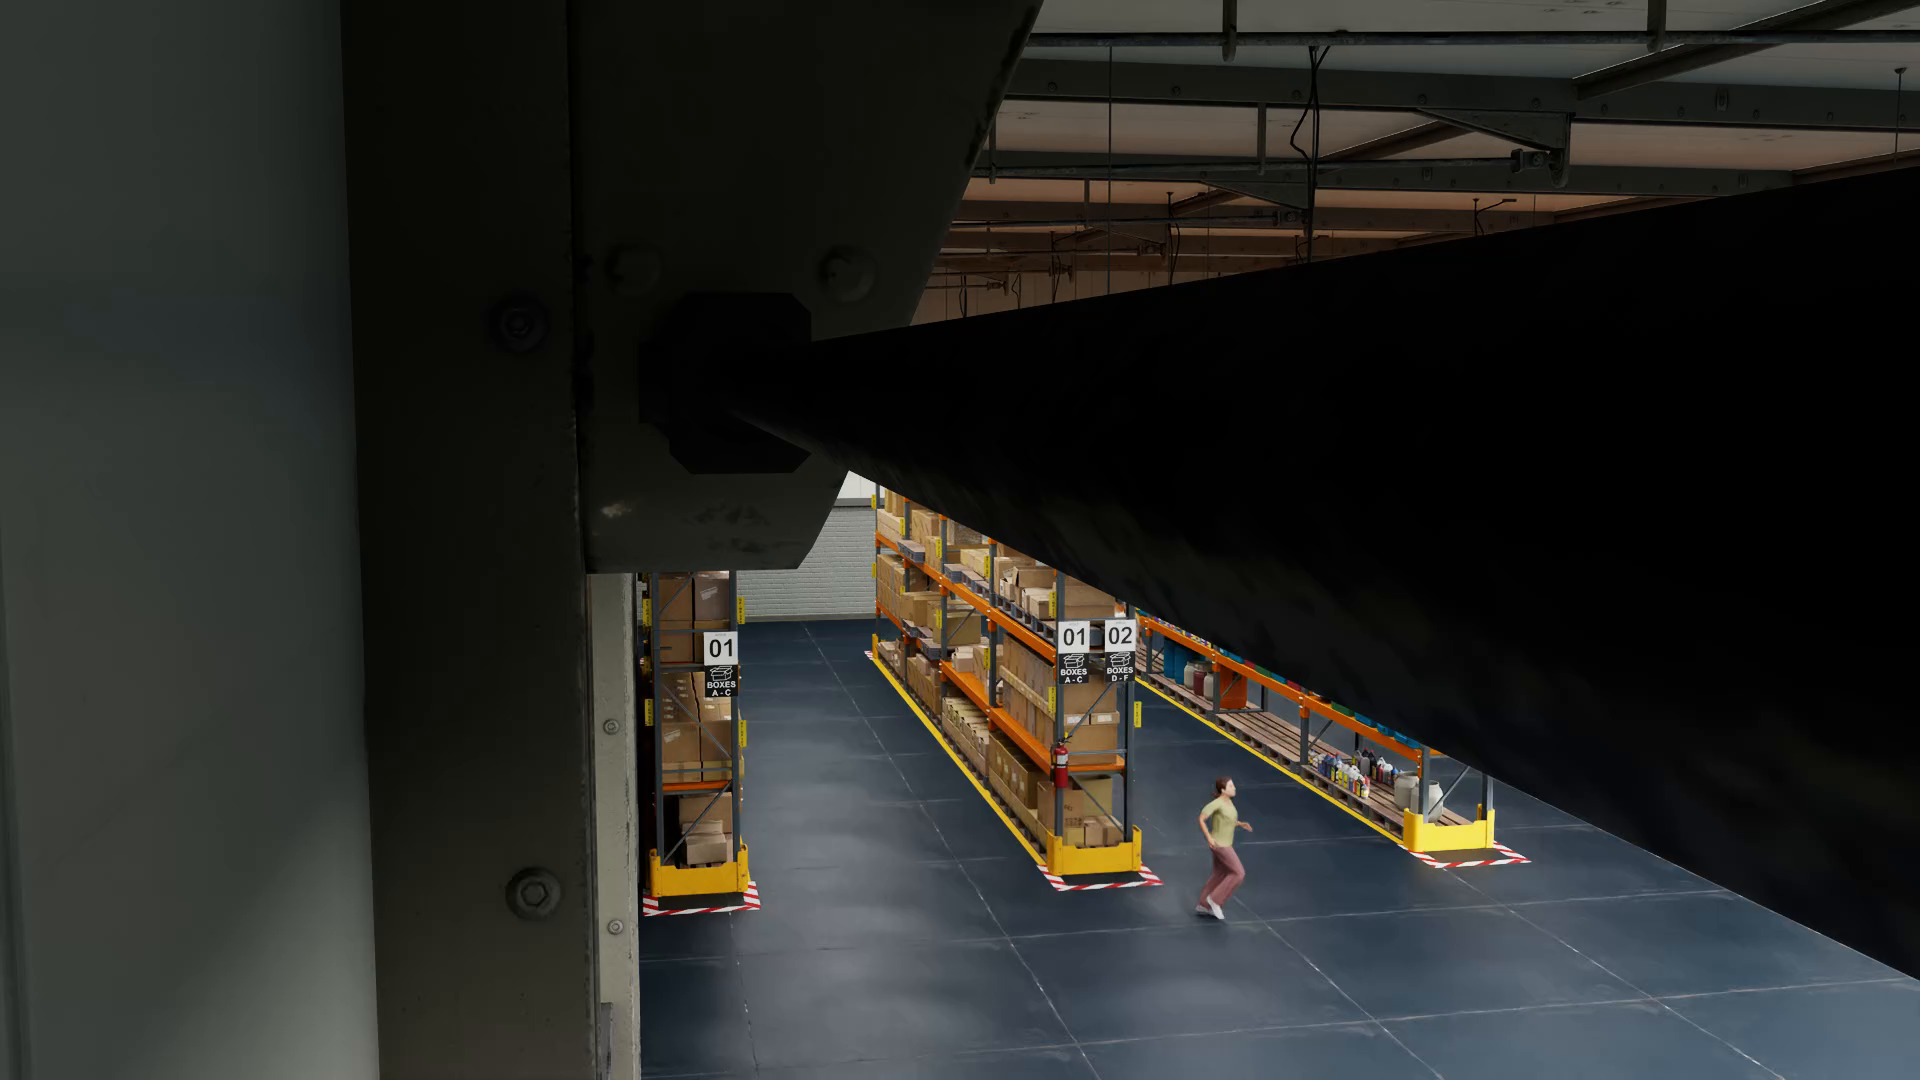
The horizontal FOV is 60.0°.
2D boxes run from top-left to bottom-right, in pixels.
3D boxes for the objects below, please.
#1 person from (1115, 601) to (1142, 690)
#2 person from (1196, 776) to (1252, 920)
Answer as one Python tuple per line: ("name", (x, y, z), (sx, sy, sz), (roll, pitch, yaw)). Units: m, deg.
("person", (3.144, 1.969, 31.290), (0.664, 1.774, 0.619), (-2, 6, -16))
("person", (3.046, 3.534, 19.204), (0.623, 1.649, 0.581), (2, 6, 21))
